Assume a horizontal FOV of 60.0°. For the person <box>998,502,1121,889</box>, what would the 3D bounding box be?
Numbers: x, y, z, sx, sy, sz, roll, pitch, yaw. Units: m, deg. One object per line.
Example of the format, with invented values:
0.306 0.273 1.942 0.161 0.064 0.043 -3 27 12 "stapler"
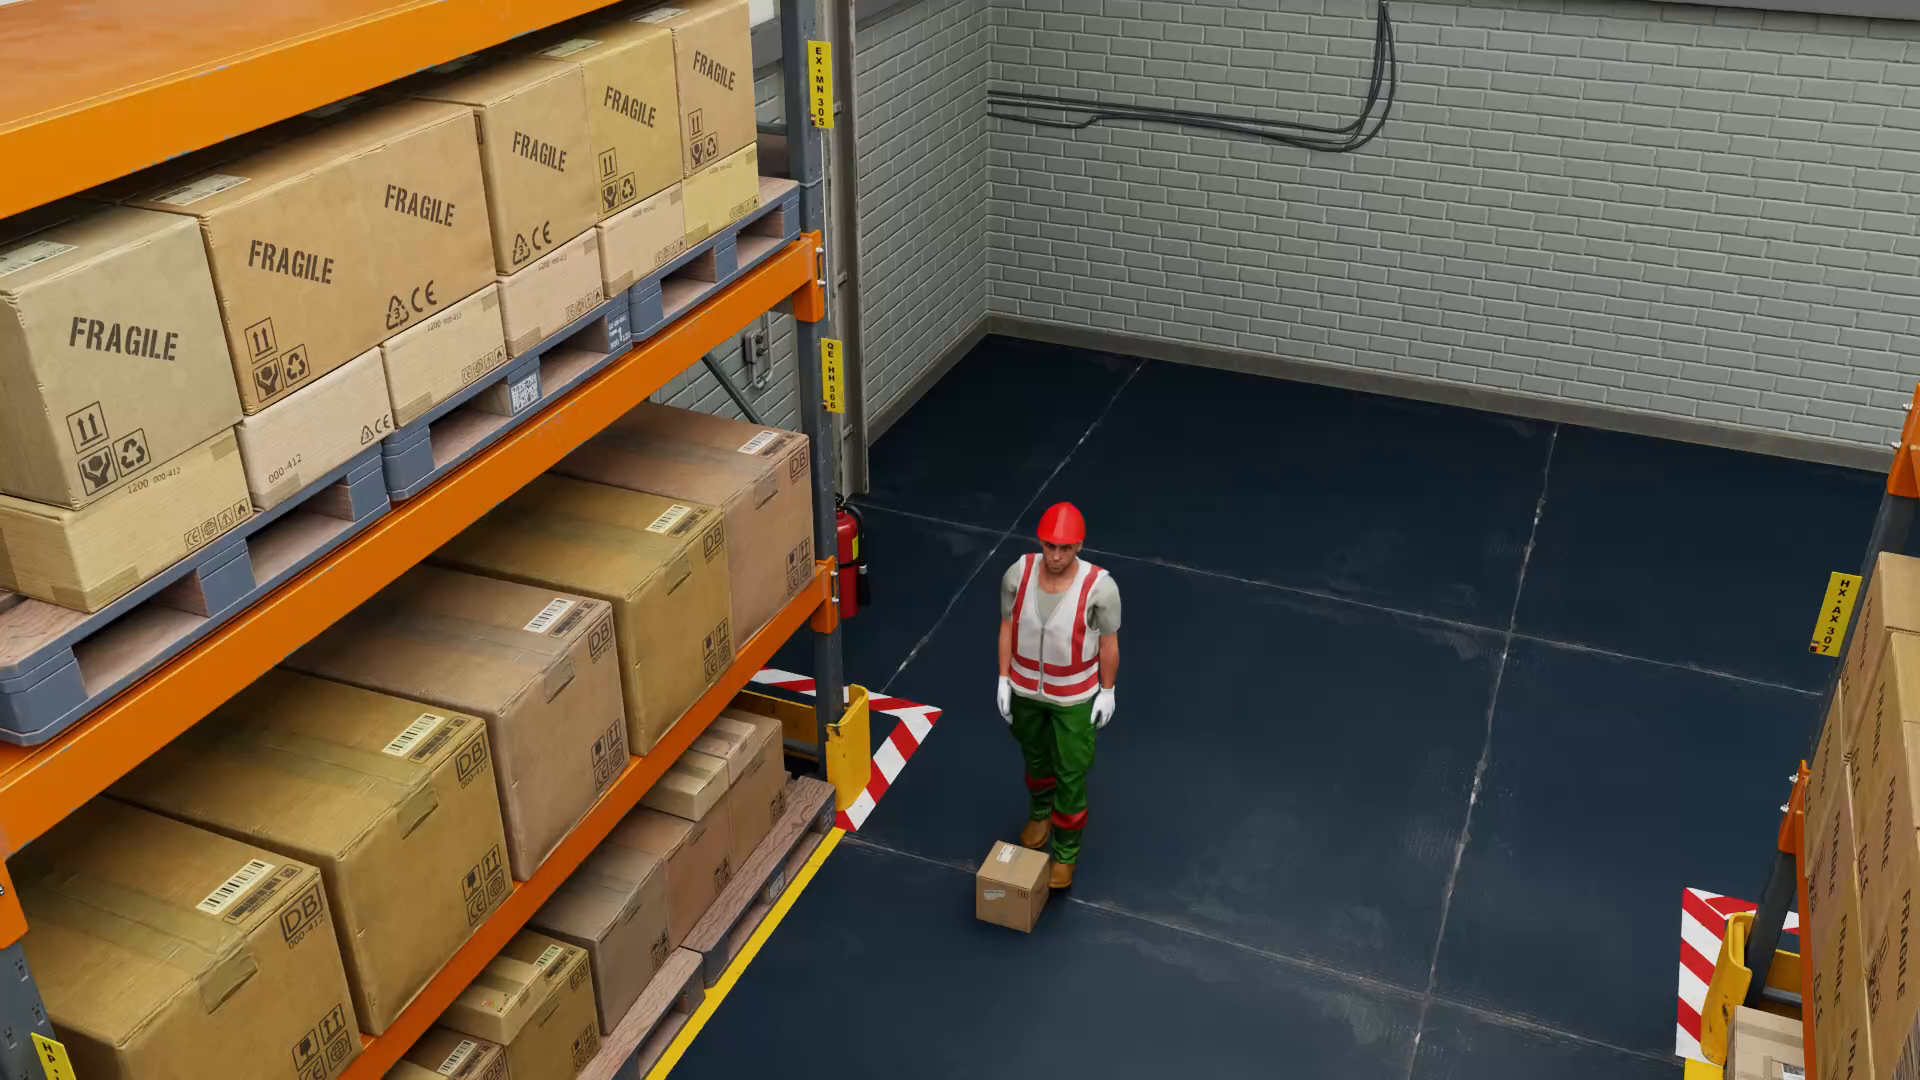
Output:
0.385 0.677 7.189 0.527 1.797 0.571 12 32 21 "person"
